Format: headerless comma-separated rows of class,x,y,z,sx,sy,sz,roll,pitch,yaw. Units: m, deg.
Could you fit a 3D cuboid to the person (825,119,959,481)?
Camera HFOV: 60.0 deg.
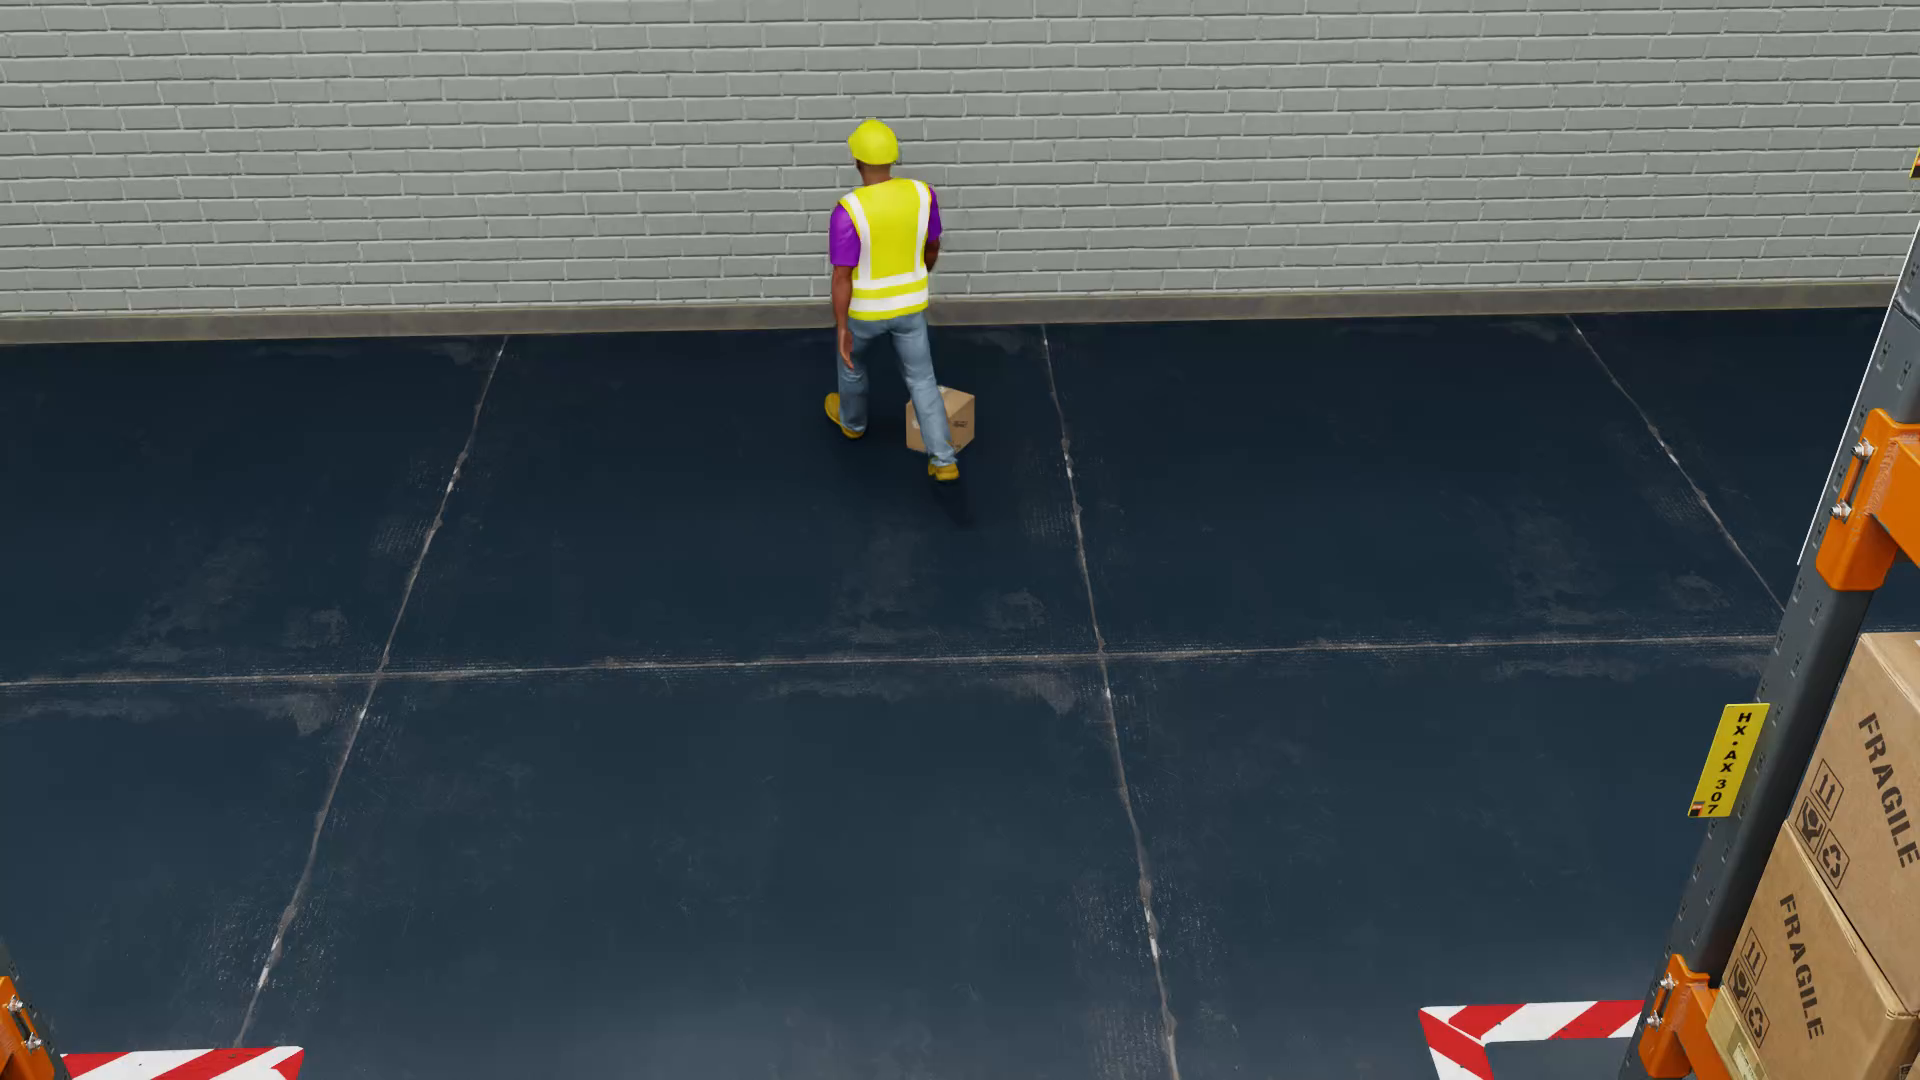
person,-0.351,-1.102,7.731,0.605,1.728,1.062,-15,38,-20
